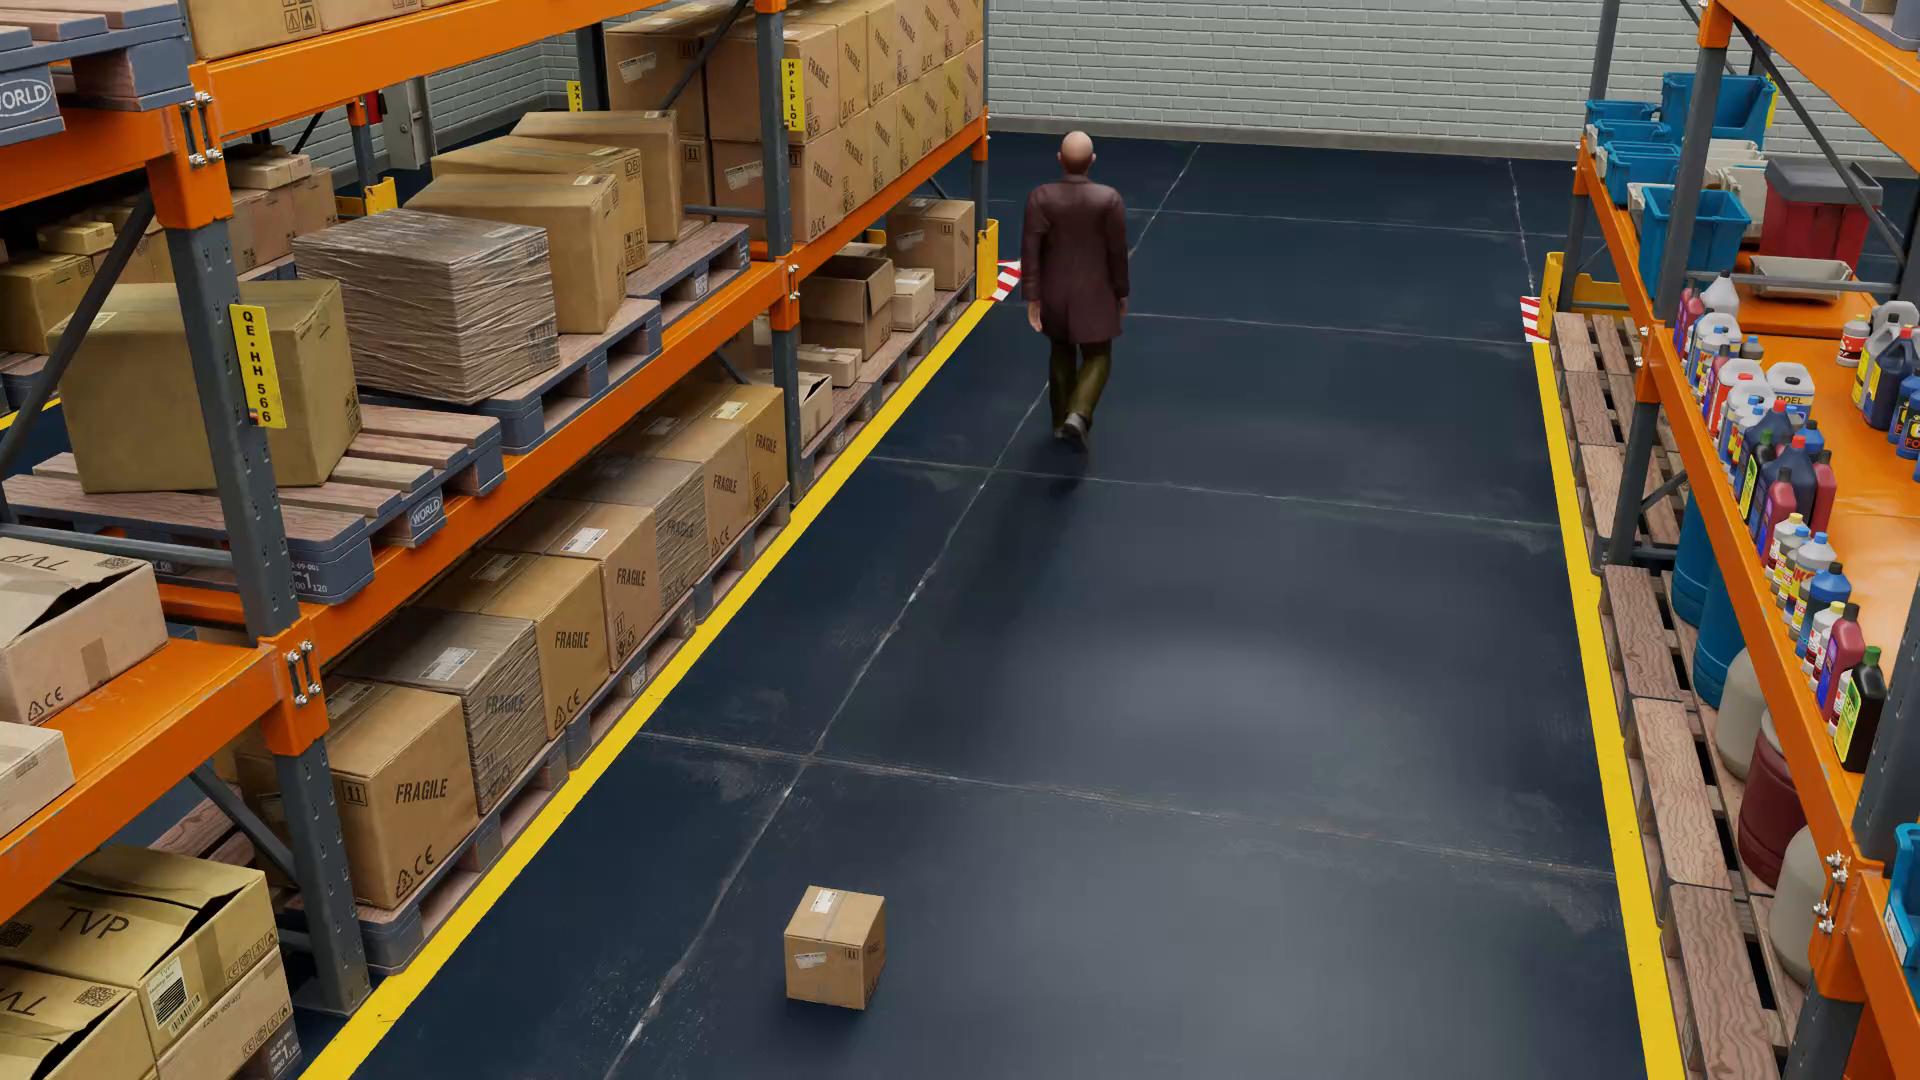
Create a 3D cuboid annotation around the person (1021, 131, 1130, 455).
[{"bbox_3d":[0.618,-1.315,8.923,0.565,1.745,0.912,7,26,15],"label":"person"}]
